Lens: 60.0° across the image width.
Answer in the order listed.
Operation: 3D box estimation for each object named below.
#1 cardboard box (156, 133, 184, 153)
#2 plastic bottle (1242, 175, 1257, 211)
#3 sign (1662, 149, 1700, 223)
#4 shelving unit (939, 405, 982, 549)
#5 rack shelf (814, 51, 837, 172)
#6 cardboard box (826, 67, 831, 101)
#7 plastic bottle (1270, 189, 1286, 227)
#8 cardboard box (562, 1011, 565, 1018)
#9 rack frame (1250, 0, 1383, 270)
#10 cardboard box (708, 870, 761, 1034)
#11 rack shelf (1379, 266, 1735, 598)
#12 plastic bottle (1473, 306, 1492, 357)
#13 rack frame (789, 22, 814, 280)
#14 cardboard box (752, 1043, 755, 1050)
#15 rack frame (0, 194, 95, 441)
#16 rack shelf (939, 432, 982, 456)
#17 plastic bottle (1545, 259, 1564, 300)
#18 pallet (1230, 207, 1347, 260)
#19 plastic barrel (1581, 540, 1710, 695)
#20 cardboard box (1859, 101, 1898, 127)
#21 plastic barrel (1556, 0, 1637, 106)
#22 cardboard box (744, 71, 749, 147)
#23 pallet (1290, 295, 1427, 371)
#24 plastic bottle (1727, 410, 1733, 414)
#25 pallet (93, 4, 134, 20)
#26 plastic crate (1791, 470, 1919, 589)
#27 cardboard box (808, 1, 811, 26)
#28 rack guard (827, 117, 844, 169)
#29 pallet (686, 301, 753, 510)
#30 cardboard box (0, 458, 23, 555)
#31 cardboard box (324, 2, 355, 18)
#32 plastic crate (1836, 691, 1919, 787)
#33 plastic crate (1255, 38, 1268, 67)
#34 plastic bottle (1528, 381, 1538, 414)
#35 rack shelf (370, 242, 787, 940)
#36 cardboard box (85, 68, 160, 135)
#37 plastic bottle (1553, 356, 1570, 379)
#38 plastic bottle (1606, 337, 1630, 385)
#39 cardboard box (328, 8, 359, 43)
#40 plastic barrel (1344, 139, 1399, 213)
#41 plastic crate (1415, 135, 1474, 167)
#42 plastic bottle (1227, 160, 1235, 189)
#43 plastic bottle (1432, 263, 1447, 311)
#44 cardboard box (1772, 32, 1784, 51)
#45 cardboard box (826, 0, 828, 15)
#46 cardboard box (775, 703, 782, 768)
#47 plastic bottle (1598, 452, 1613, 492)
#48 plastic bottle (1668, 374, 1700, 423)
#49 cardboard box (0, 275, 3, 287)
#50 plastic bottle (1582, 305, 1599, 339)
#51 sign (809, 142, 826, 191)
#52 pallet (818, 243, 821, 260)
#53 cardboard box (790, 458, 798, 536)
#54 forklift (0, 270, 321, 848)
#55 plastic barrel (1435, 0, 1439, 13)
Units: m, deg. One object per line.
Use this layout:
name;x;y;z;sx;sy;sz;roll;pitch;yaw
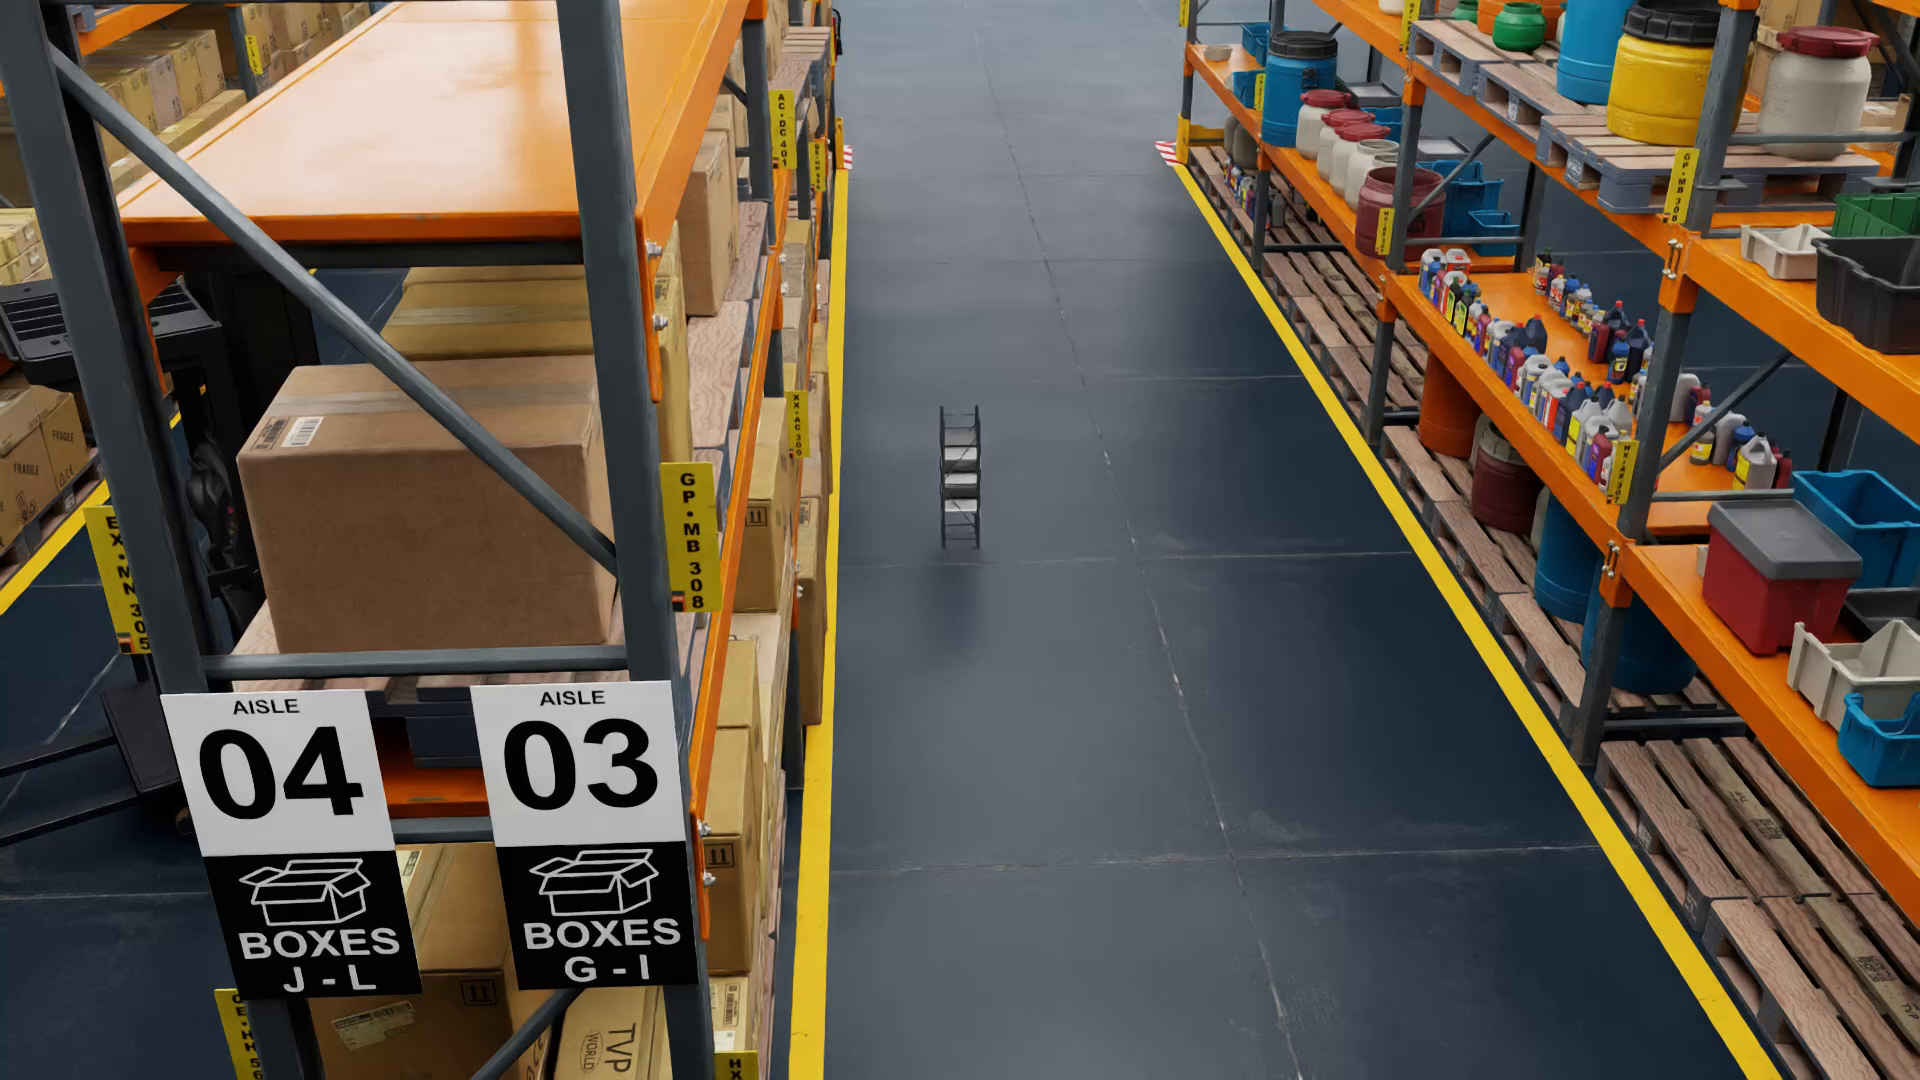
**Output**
cardboard box;-6.285;-2.816;12.798;0.500;0.500;0.500;-2;28;-3
plastic bottle;2.896;-3.449;16.508;0.144;0.351;0.185;-2;28;-3
sign;3.112;-1.527;7.181;0.100;0.325;0.005;-1;28;-3
shelving unit;0.000;-0.395;10.535;0.258;0.900;0.210;-1;28;-3
rack shelf;-1.807;-4.385;16.692;1.077;0.370;4.000;-1;28;-3
cardboard box;-1.655;-4.398;15.509;0.875;0.500;0.500;-1;28;-3
plastic bottle;3.066;-3.215;16.059;0.144;0.351;0.185;-1;28;-3
cardboard box;-1.392;1.244;4.962;0.500;0.250;0.500;-2;28;-4
rack frame;3.244;-3.900;14.984;1.000;3.000;0.127;-1;28;-3
cardboard box;-0.865;1.228;4.993;0.500;0.250;0.500;-2;28;-3
rack shelf;3.557;-0.810;9.838;1.077;0.370;4.000;-1;28;-3
plastic bottle;3.167;-1.259;10.046;0.061;0.283;0.133;-1;28;-3
rack frame;-1.493;-1.933;11.213;1.000;3.000;0.127;-1;28;-3
cardboard box;-0.779;1.582;4.745;0.380;0.149;0.250;-2;28;-3
rack frame;-6.452;-1.860;11.073;1.000;3.000;0.127;-1;28;-3
rack shelf;0.000;-0.605;10.425;0.258;0.077;0.200;-1;28;-3
plastic bottle;3.912;-1.718;10.927;0.061;0.283;0.133;-1;28;-3
pallet;3.251;-2.975;16.226;1.003;0.211;1.213;-1;28;-3
plastic barrel;3.650;0.287;8.772;0.600;0.901;0.708;-1;28;-3
cardboard box;8.260;-3.725;14.811;0.500;0.250;0.500;0;28;1
plastic barrel;3.420;-2.729;8.498;0.600;0.901;0.708;-1;28;-3
cardboard box;-1.252;-2.072;7.877;0.500;0.311;0.500;-2;28;-4
pallet;3.390;-1.737;13.853;1.003;0.211;1.213;-1;28;-3
plastic bottle;4.020;-0.595;8.786;0.097;0.271;0.097;0;28;0
pallet;-6.600;-3.919;11.981;1.003;0.211;1.213;0;28;0
plastic crate;4.027;-0.018;7.493;0.392;0.384;0.575;-1;28;-3
cardboard box;-1.290;-3.657;11.437;0.500;0.250;0.500;-1;28;-1
rack guard;-1.907;-4.485;18.808;1.175;0.500;0.348;-1;28;-3
pallet;-1.192;-0.437;5.196;1.003;0.211;1.213;-1;28;-3
cardboard box;-6.089;-0.157;10.056;0.500;0.500;0.500;-3;28;-5
cardboard box;-6.768;-5.676;17.059;0.875;0.550;0.550;-1;28;-3
plastic crate;3.507;0.747;6.191;0.416;0.233;0.300;-1;28;-3
plastic crate;3.388;-5.158;17.556;0.499;0.251;0.408;-1;28;-3
plastic bottle;3.232;-0.809;9.272;0.097;0.201;0.097;0;28;0
rack shelf;-1.180;-0.174;5.373;1.077;0.370;4.000;-1;28;-3
cardboard box;-6.549;-3.262;12.571;0.700;0.500;0.500;-2;28;-3
plastic bottle;3.377;-0.905;9.382;0.097;0.271;0.097;0;28;0
plastic bottle;3.825;-1.047;9.653;0.097;0.271;0.097;0;28;0
cardboard box;-6.754;-5.198;17.310;0.875;0.550;0.550;-1;28;-3
plastic barrel;3.164;-2.767;12.691;0.421;0.512;0.421;0;28;0
plastic crate;3.674;-2.835;12.873;0.402;0.464;0.583;-1;28;-3
plastic bottle;2.812;-3.788;17.232;0.061;0.283;0.133;-1;28;-2
plastic bottle;3.124;-1.641;10.778;0.061;0.283;0.133;-1;28;-3
cardboard box;7.936;-4.706;15.719;0.380;0.149;0.250;-2;28;-4
cardboard box;-1.580;-5.538;16.613;0.500;0.500;0.500;-1;28;-3
cardboard box;-0.874;0.752;6.337;0.380;0.149;0.250;-2;28;-3
plastic bottle;3.285;-0.345;8.382;0.097;0.201;0.097;0;28;0
plastic bottle;3.970;-0.801;9.177;0.152;0.276;0.135;-1;28;-3
cardboard box;-5.927;-1.490;9.858;0.380;0.149;0.250;-1;28;-3
plastic bottle;3.930;-1.358;10.326;0.097;0.201;0.097;0;28;0
sign;-0.939;-2.462;10.974;0.100;0.325;0.005;-1;28;-3
pallet;-1.773;-2.854;15.993;1.003;0.211;1.213;-1;28;-3
cardboard box;-1.059;-0.349;8.067;0.500;0.500;0.500;-1;28;-2
forklift;-3.720;-0.138;7.844;3.031;2.935;1.130;-17;32;-30
plastic barrel;3.593;-4.260;11.966;0.600;0.830;0.708;-1;28;-3
